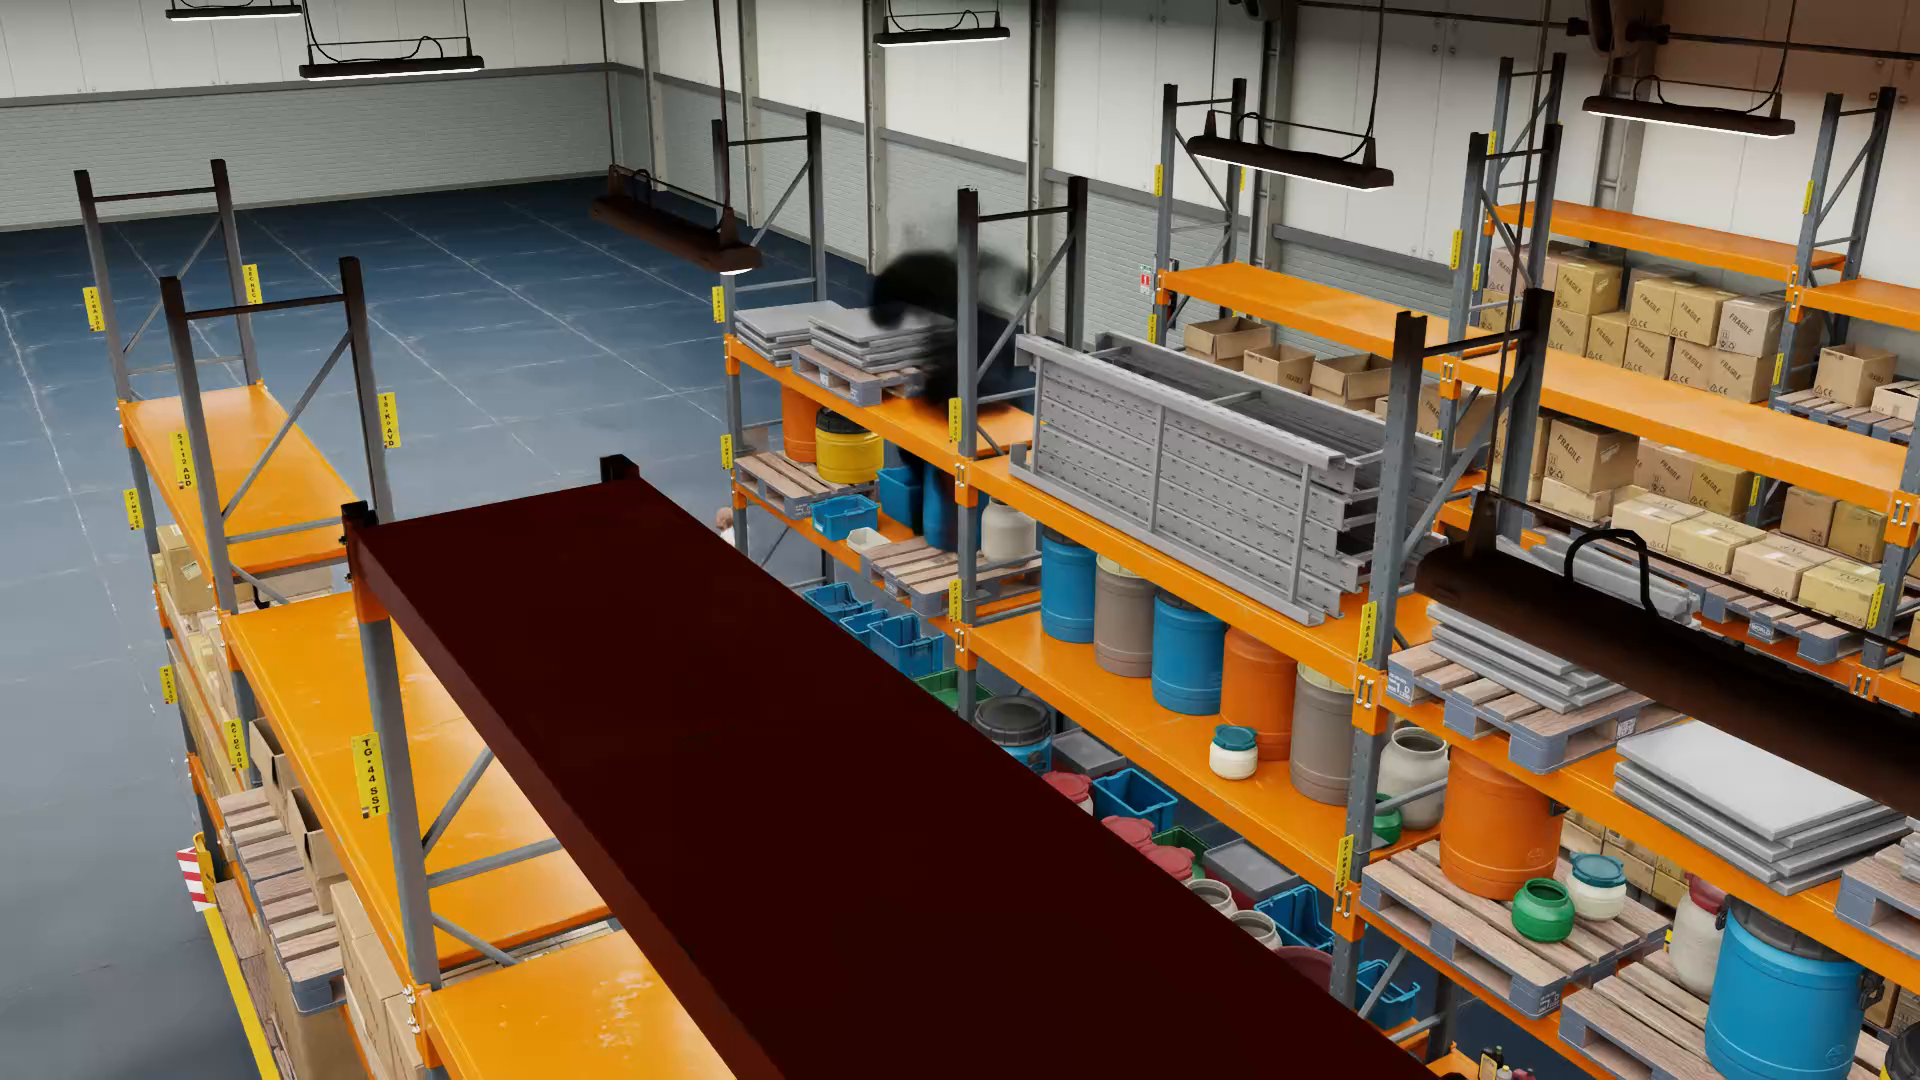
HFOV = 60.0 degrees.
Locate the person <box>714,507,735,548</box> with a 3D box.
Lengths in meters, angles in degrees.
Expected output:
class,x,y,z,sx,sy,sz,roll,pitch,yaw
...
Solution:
class,x,y,z,sx,sy,sz,roll,pitch,yaw
person,-2.397,0.506,17.759,1.017,1.808,0.742,6,23,14
